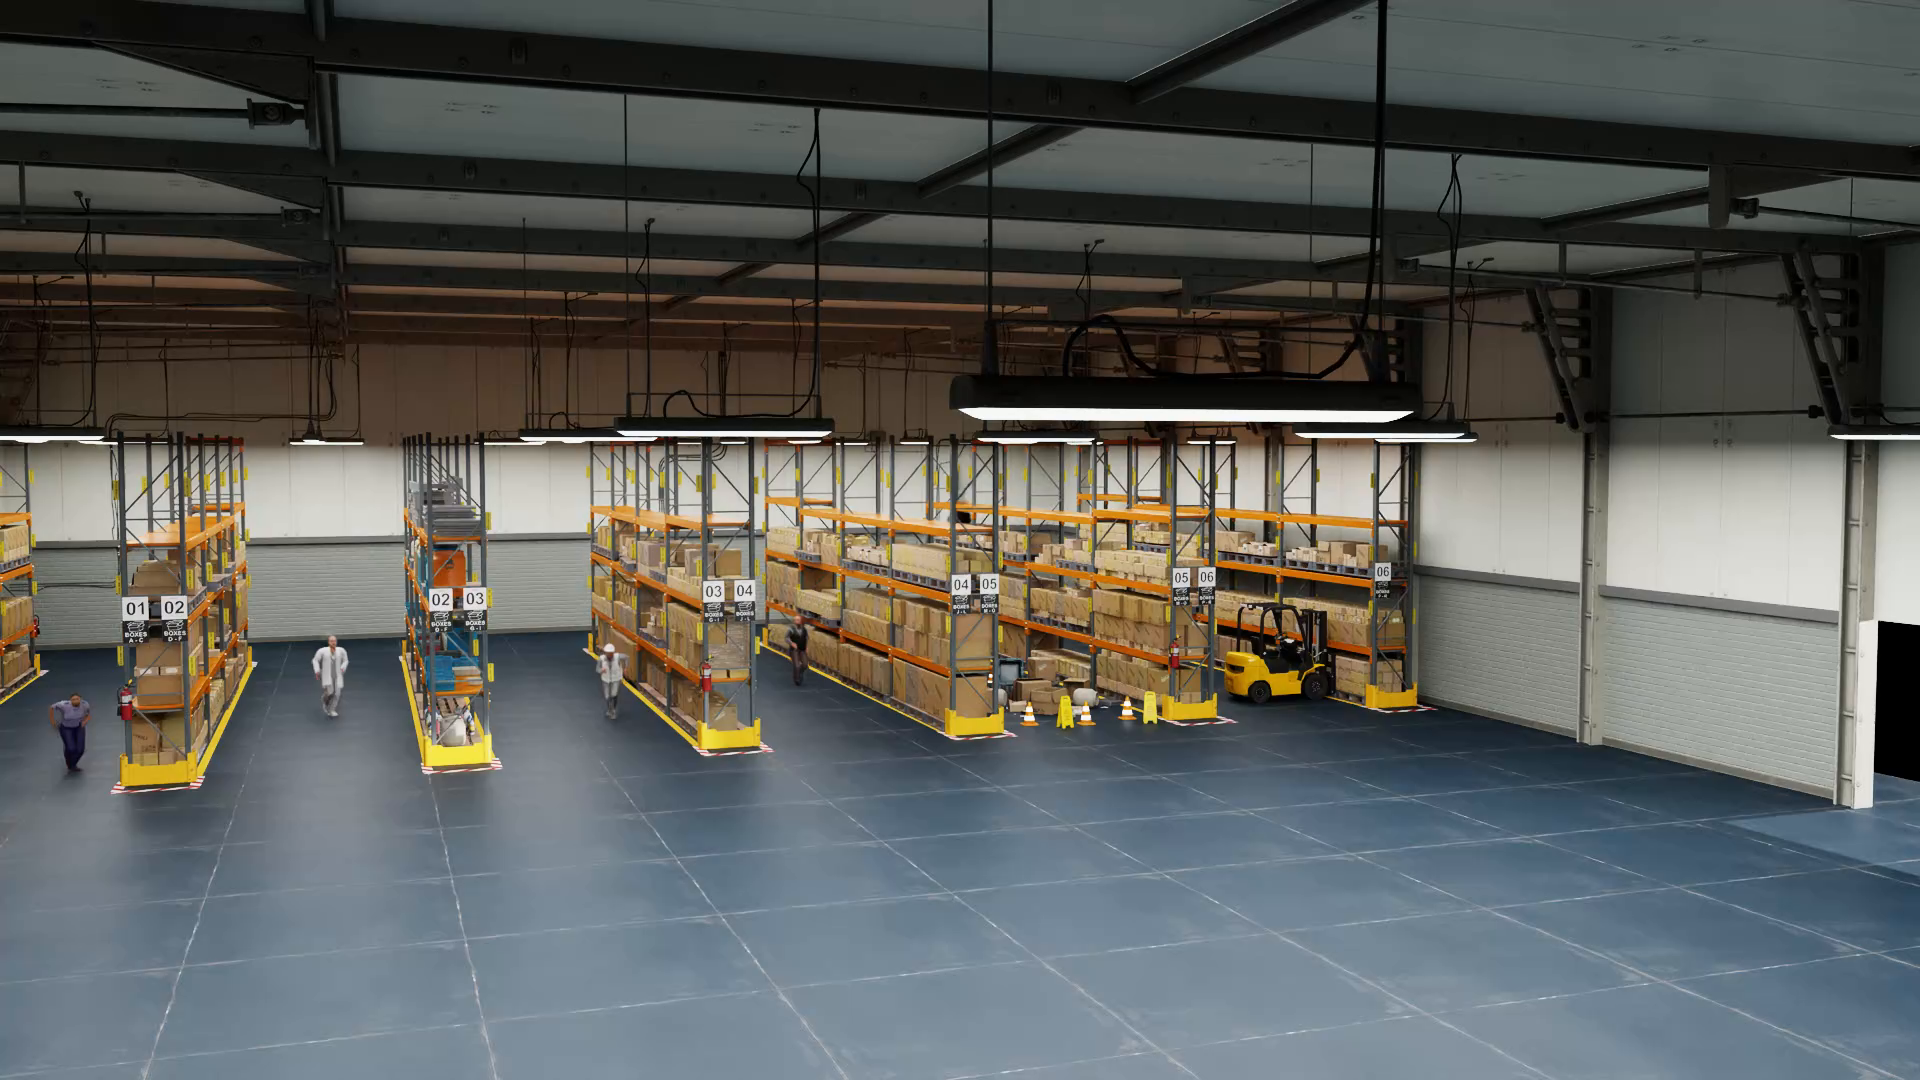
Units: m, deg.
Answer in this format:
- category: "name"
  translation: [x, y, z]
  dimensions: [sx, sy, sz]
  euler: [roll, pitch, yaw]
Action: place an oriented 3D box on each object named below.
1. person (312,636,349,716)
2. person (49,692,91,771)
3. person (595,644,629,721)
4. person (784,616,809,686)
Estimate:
- category: "person"
  translation: [-13.327, 2.897, 35.305]
  dimensions: [0.700, 1.722, 0.672]
  euler: [-2, 4, -35]
- category: "person"
  translation: [-15.617, 3.373, 29.203]
  dimensions: [0.633, 1.476, 0.789]
  euler: [-3, 4, -40]
- category: "person"
  translation: [-7.303, 2.973, 34.981]
  dimensions: [0.694, 1.662, 0.964]
  euler: [0, 3, -7]
- category: "person"
  translation: [-3.892, 2.664, 39.968]
  dimensions: [0.661, 1.683, 0.571]
  euler: [-1, 3, -24]
